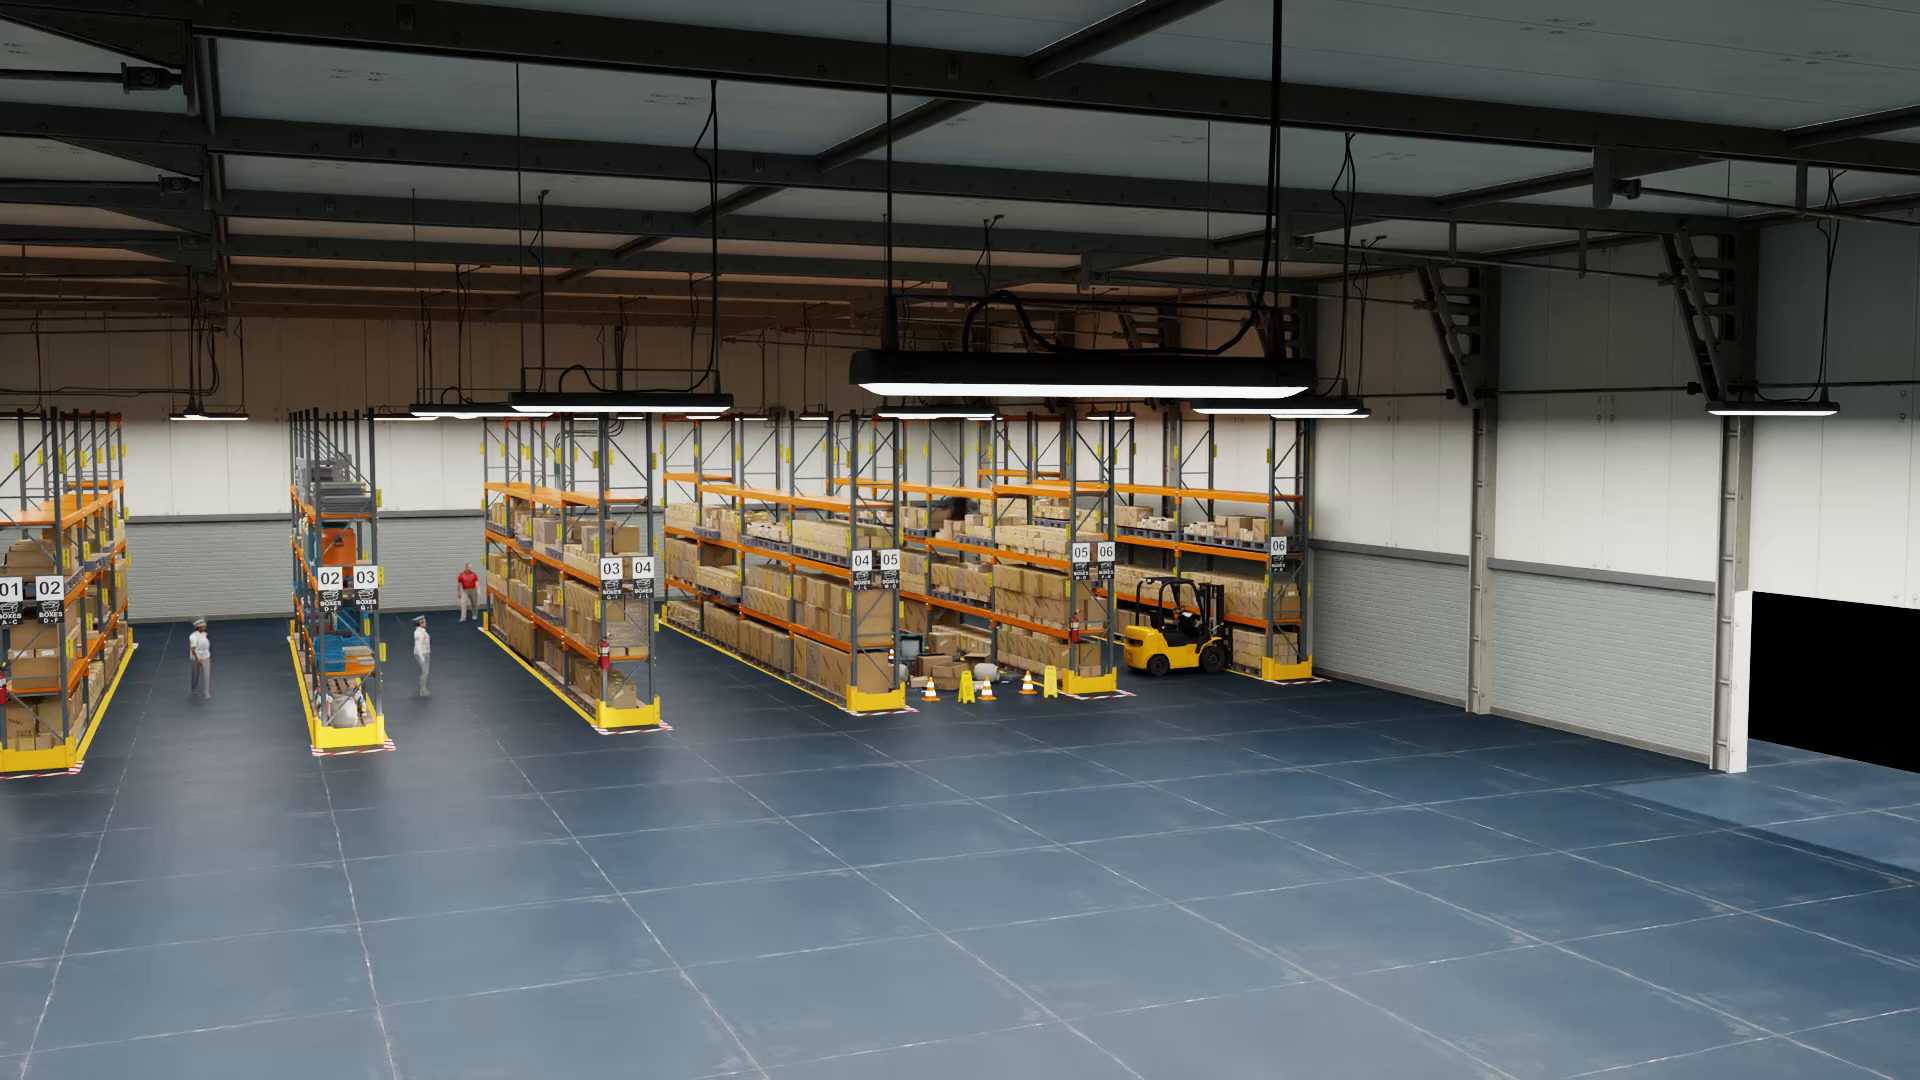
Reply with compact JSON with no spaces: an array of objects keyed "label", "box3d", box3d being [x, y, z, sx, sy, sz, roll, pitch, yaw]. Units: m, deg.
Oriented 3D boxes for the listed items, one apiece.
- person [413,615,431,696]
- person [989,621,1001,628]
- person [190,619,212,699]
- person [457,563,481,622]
[{"label":"person","box3d":[-11.321,2.458,35.155,0.457,1.735,0.499,1,4,10]},{"label":"person","box3d":[0.936,1.545,43.981,0.329,1.607,0.433,0,4,-3]},{"label":"person","box3d":[-15.829,2.470,34.669,0.411,1.639,0.939,-3,5,-33]},{"label":"person","box3d":[-14.168,1.513,47.992,0.691,1.673,1.039,0,4,-4]}]
